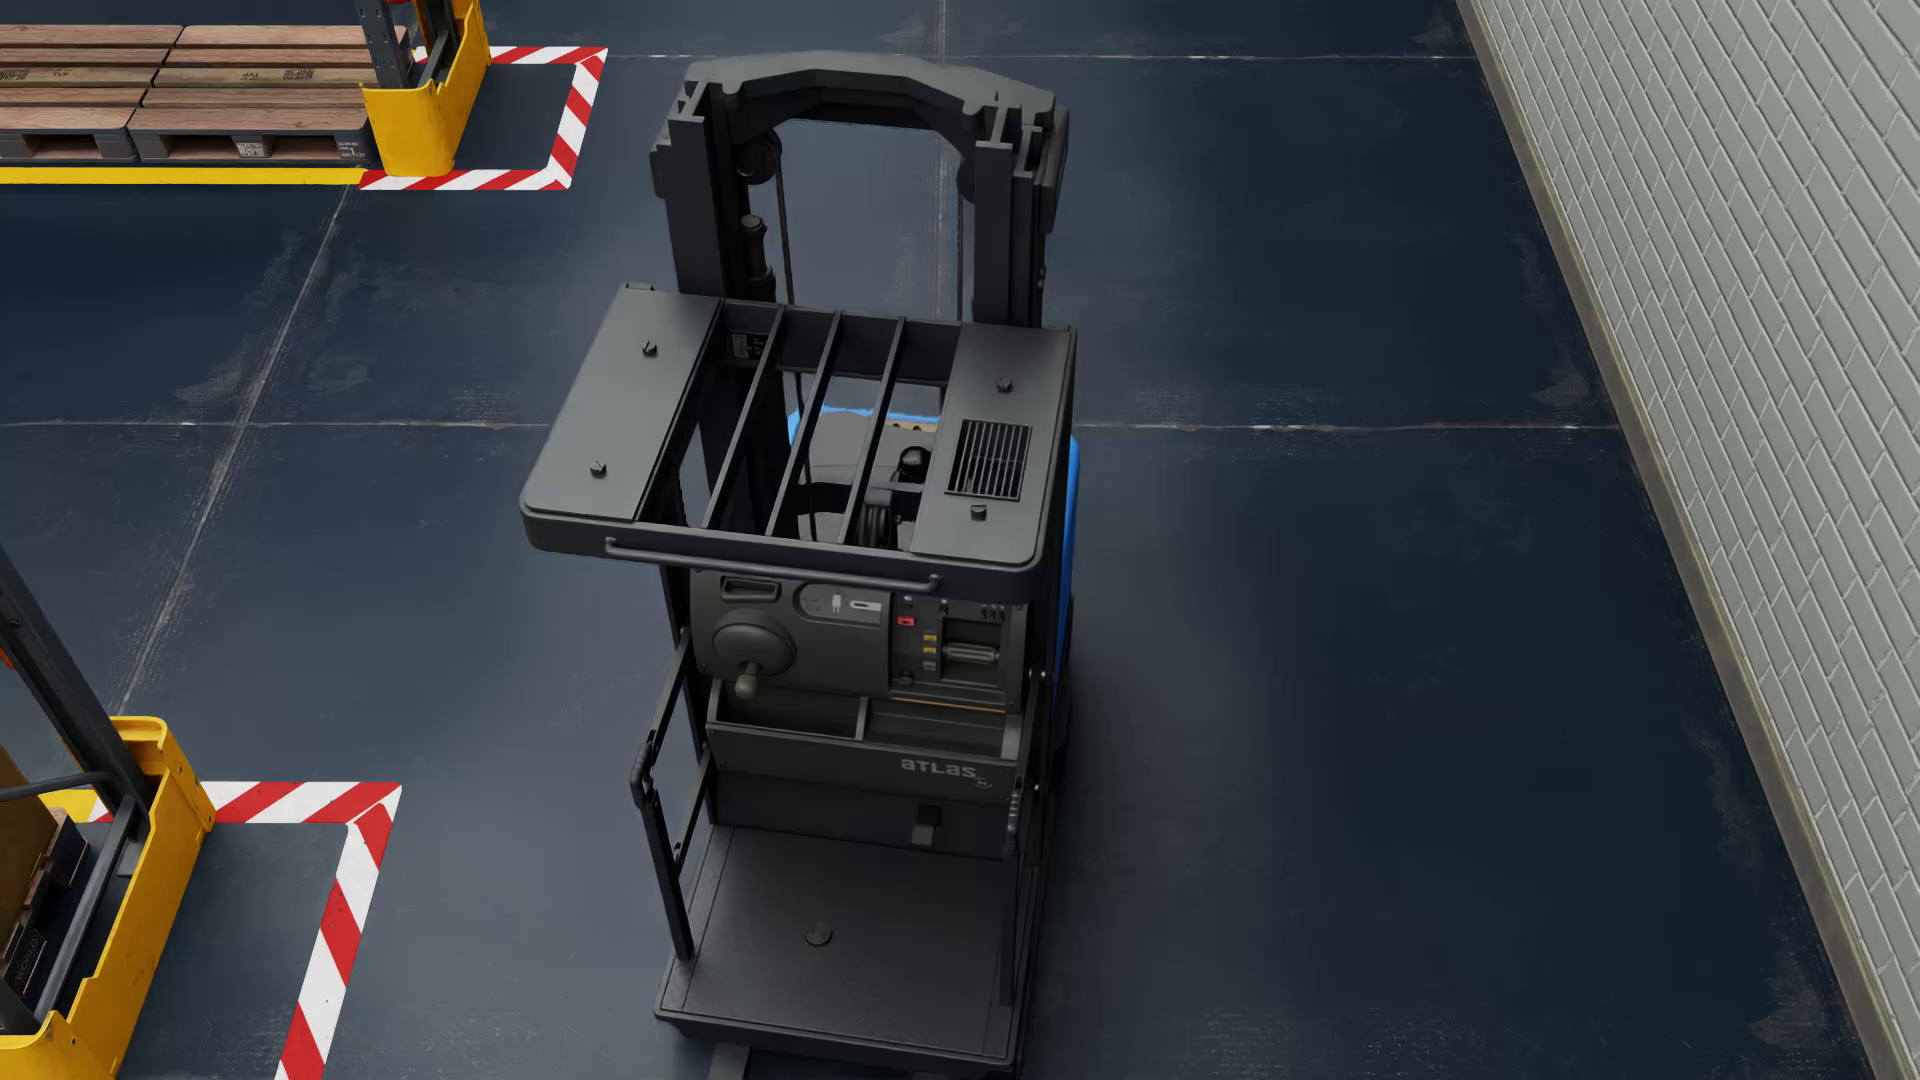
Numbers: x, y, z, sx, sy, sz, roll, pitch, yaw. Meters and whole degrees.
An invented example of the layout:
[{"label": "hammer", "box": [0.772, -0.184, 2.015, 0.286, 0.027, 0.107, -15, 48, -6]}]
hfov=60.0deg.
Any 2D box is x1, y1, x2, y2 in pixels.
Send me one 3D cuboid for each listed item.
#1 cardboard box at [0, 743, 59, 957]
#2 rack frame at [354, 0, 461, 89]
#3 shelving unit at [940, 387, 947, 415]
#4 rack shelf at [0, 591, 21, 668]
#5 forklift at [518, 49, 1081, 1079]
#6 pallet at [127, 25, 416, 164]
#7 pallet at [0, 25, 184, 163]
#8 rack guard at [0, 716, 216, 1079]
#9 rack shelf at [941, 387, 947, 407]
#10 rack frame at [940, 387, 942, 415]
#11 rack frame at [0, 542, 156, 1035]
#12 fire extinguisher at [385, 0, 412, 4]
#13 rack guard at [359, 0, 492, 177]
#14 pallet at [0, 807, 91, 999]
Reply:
[{"label": "cardboard box", "box": [-3.453, 0.972, 4.961, 0.875, 0.875, 0.875, 0, 47, 0]}, {"label": "rack frame", "box": [-2.794, -3.292, 7.764, 0.127, 3.000, 1.000, 0, 47, 0]}, {"label": "shelving unit", "box": [0.053, -0.358, 6.366, 0.252, 1.050, 0.215, 0, 47, 0]}, {"label": "rack shelf", "box": [-4.813, 0.574, 4.658, 4.000, 0.370, 1.077, 0, 47, 0]}, {"label": "forklift", "box": [-0.311, 0.371, 4.402, 1.130, 2.935, 3.031, 6, 47, 6]}, {"label": "pallet", "box": [-3.619, -2.372, 8.814, 1.213, 0.211, 1.003, 0, 47, 0]}, {"label": "pallet", "box": [-4.836, -2.378, 8.819, 1.213, 0.211, 1.003, 0, 47, 0]}, {"label": "rack guard", "box": [-2.789, 1.186, 5.305, 0.348, 0.500, 1.175, 0, 47, 0]}, {"label": "rack shelf", "box": [0.054, -0.544, 6.166, 0.240, 0.259, 0.215, 0, 47, 0]}, {"label": "rack frame", "box": [-0.069, -0.358, 6.366, 0.008, 1.050, 0.200, 0, 47, 0]}, {"label": "rack frame", "box": [-2.813, 0.334, 4.390, 0.127, 3.000, 1.000, 0, 47, 0]}, {"label": "fire extinguisher", "box": [-2.645, -2.805, 7.619, 0.183, 0.674, 0.296, 0, 47, 0]}, {"label": "rack guard", "box": [-2.770, -2.449, 8.688, 0.348, 0.500, 1.175, 0, 47, 0]}, {"label": "pallet", "box": [-3.612, 1.339, 5.359, 1.213, 0.211, 1.003, 0, 47, 0]}]
